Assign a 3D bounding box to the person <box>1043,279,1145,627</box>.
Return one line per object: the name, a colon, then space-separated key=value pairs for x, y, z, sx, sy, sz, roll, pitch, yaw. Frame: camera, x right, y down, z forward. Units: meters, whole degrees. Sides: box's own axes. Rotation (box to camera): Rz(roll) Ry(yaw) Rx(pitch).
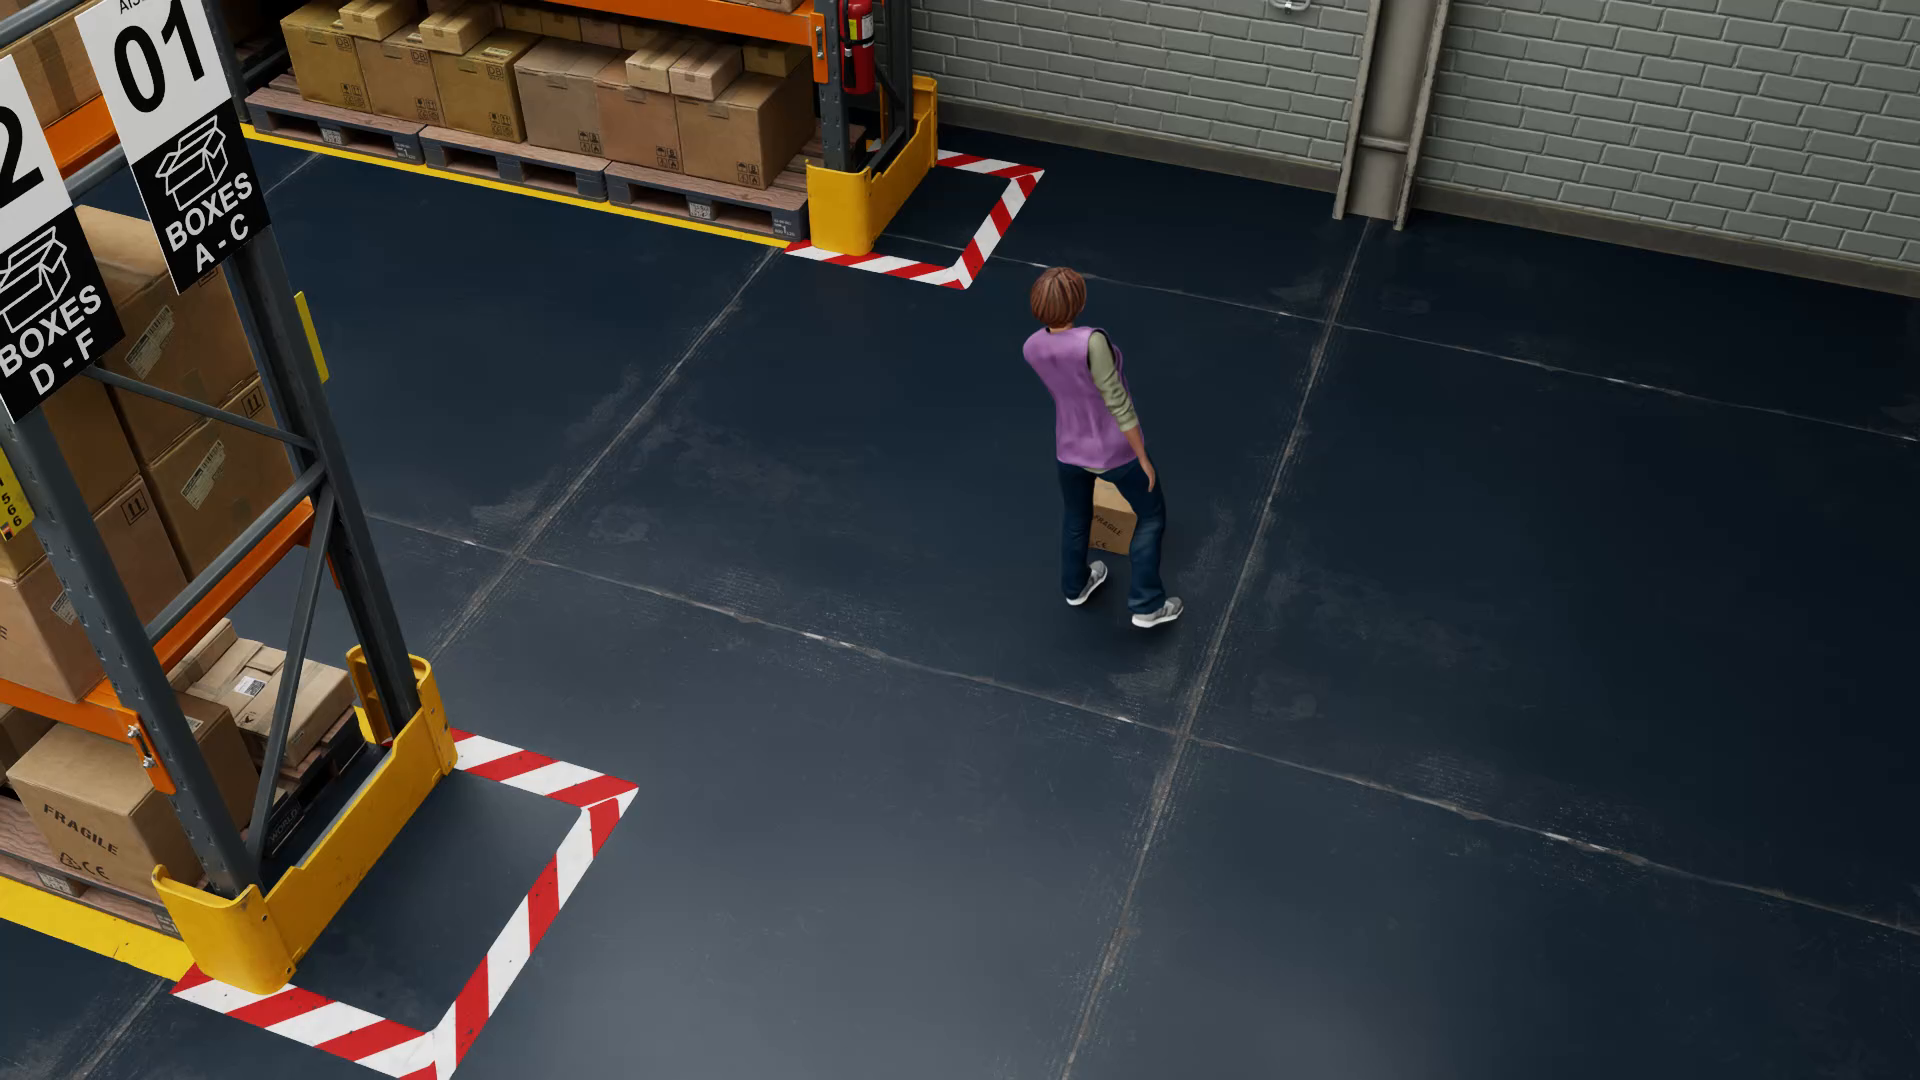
person: x=0.509 y=-0.310 z=6.531 sx=0.409 sy=1.577 sz=0.305 roll=15 pitch=44 yaw=16
